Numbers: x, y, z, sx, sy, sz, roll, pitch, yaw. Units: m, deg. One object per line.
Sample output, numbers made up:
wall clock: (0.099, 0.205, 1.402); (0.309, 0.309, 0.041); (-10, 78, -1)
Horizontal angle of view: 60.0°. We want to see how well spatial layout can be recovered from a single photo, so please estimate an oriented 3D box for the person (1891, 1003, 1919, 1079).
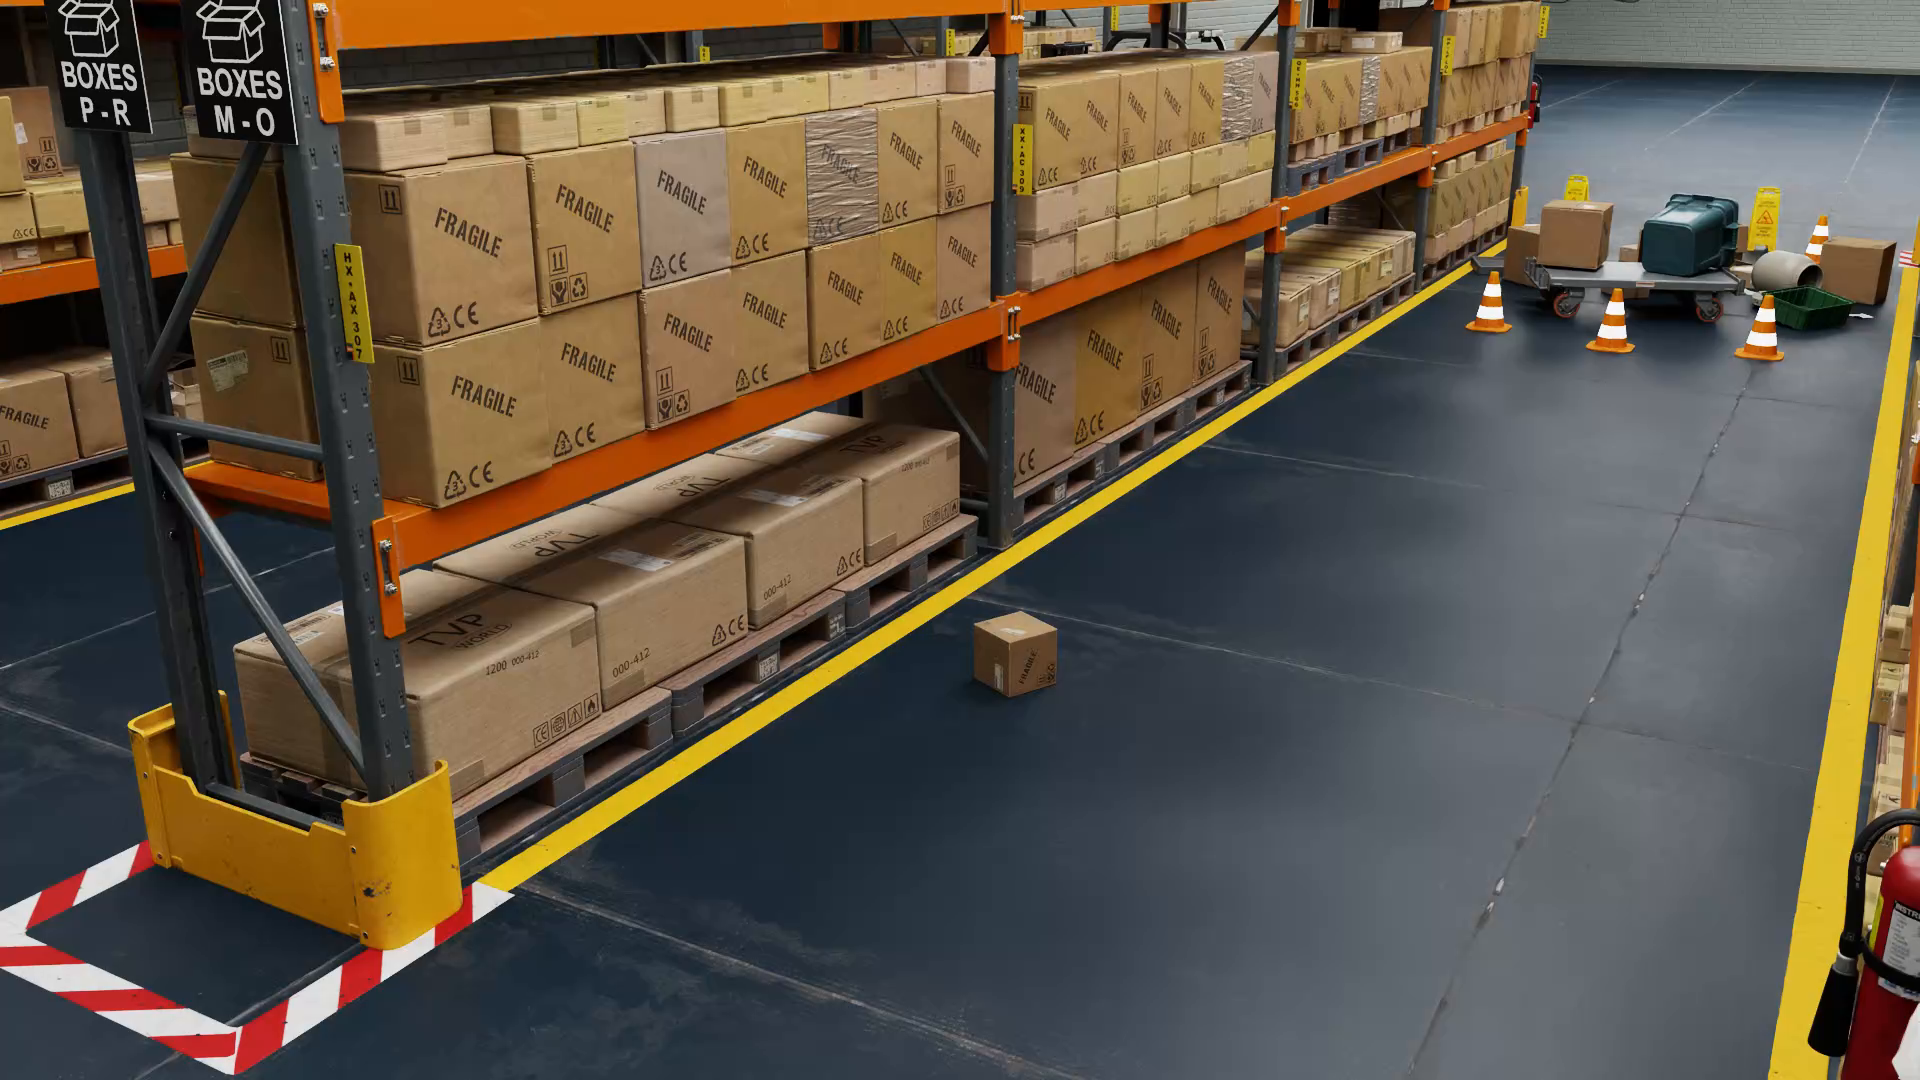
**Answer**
person: (1.206, 1.397, 2.100); (0.622, 1.824, 0.609); (-17, 26, -40)
